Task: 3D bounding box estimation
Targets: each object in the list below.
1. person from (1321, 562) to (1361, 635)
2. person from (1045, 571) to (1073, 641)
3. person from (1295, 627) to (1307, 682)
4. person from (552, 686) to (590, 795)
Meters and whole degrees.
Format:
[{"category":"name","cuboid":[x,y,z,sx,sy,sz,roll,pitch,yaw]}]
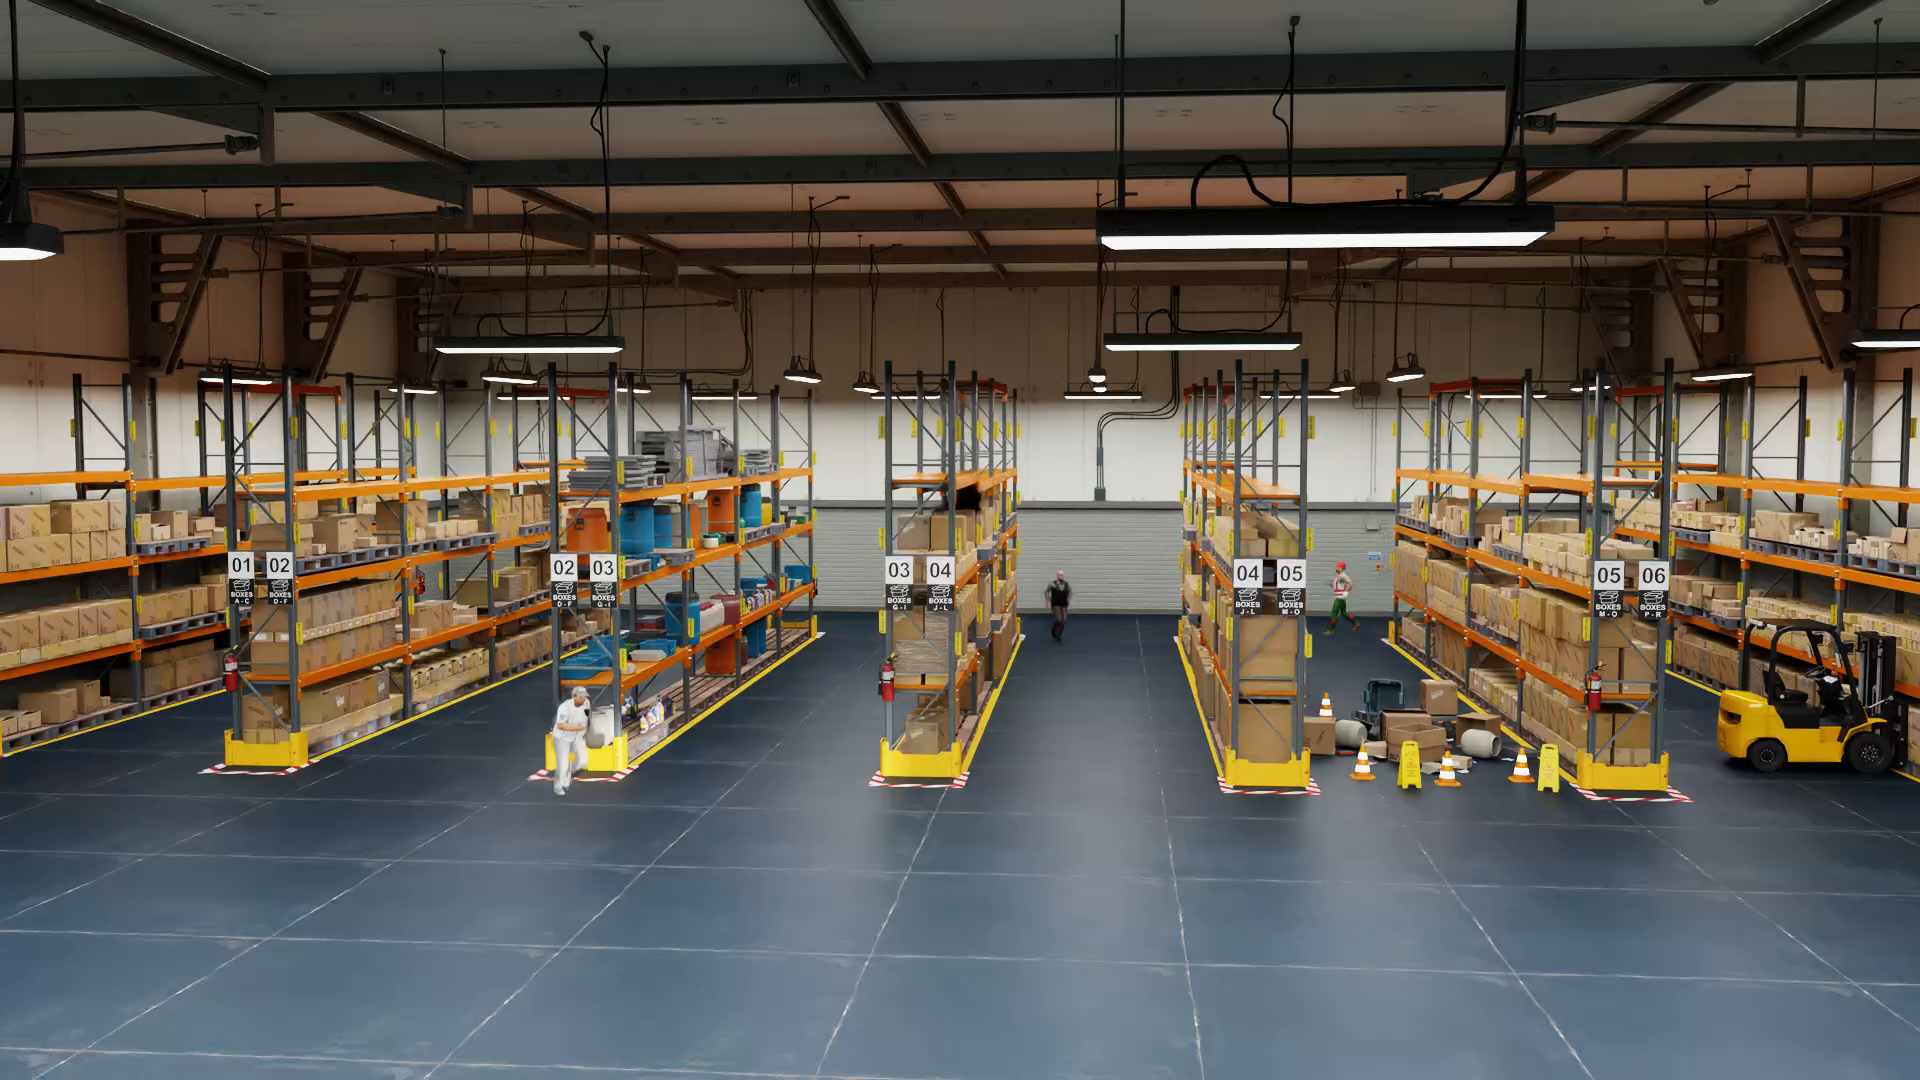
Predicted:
[{"category":"person","cuboid":[9.303,1.414,40.515,0.961,1.781,0.670,1,4,9]},{"category":"person","cuboid":[2.372,1.568,39.429,0.639,1.675,0.661,-1,4,-16]},{"category":"person","cuboid":[6.536,2.081,32.610,0.522,1.554,0.532,0,4,-6]},{"category":"person","cuboid":[-5.271,2.734,22.771,0.621,1.537,0.813,-4,5,-44]}]
